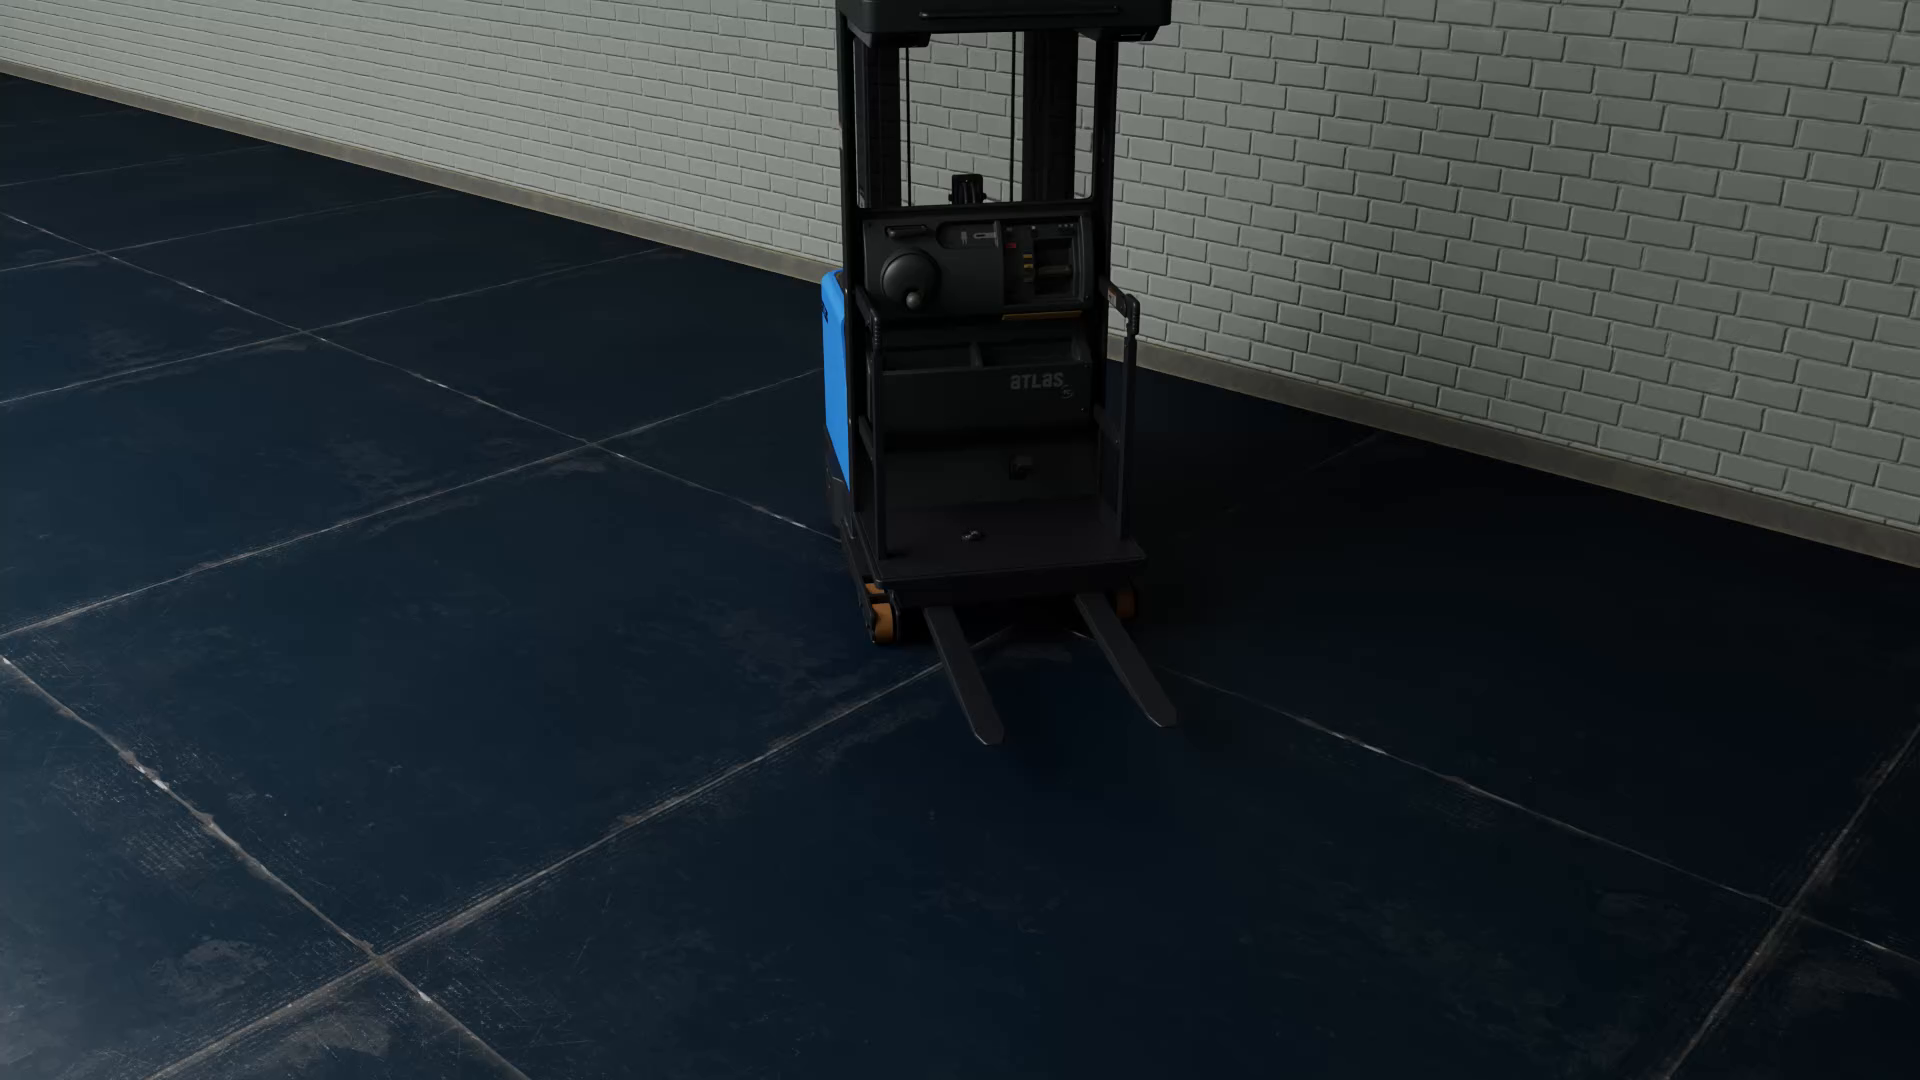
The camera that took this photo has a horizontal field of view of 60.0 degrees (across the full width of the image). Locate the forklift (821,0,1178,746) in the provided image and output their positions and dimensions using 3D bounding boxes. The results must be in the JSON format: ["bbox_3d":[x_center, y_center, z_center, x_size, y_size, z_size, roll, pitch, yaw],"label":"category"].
[{"bbox_3d":[0.121,-1.085,6.449,1.130,2.935,3.031,-5,25,-10],"label":"forklift"}]
